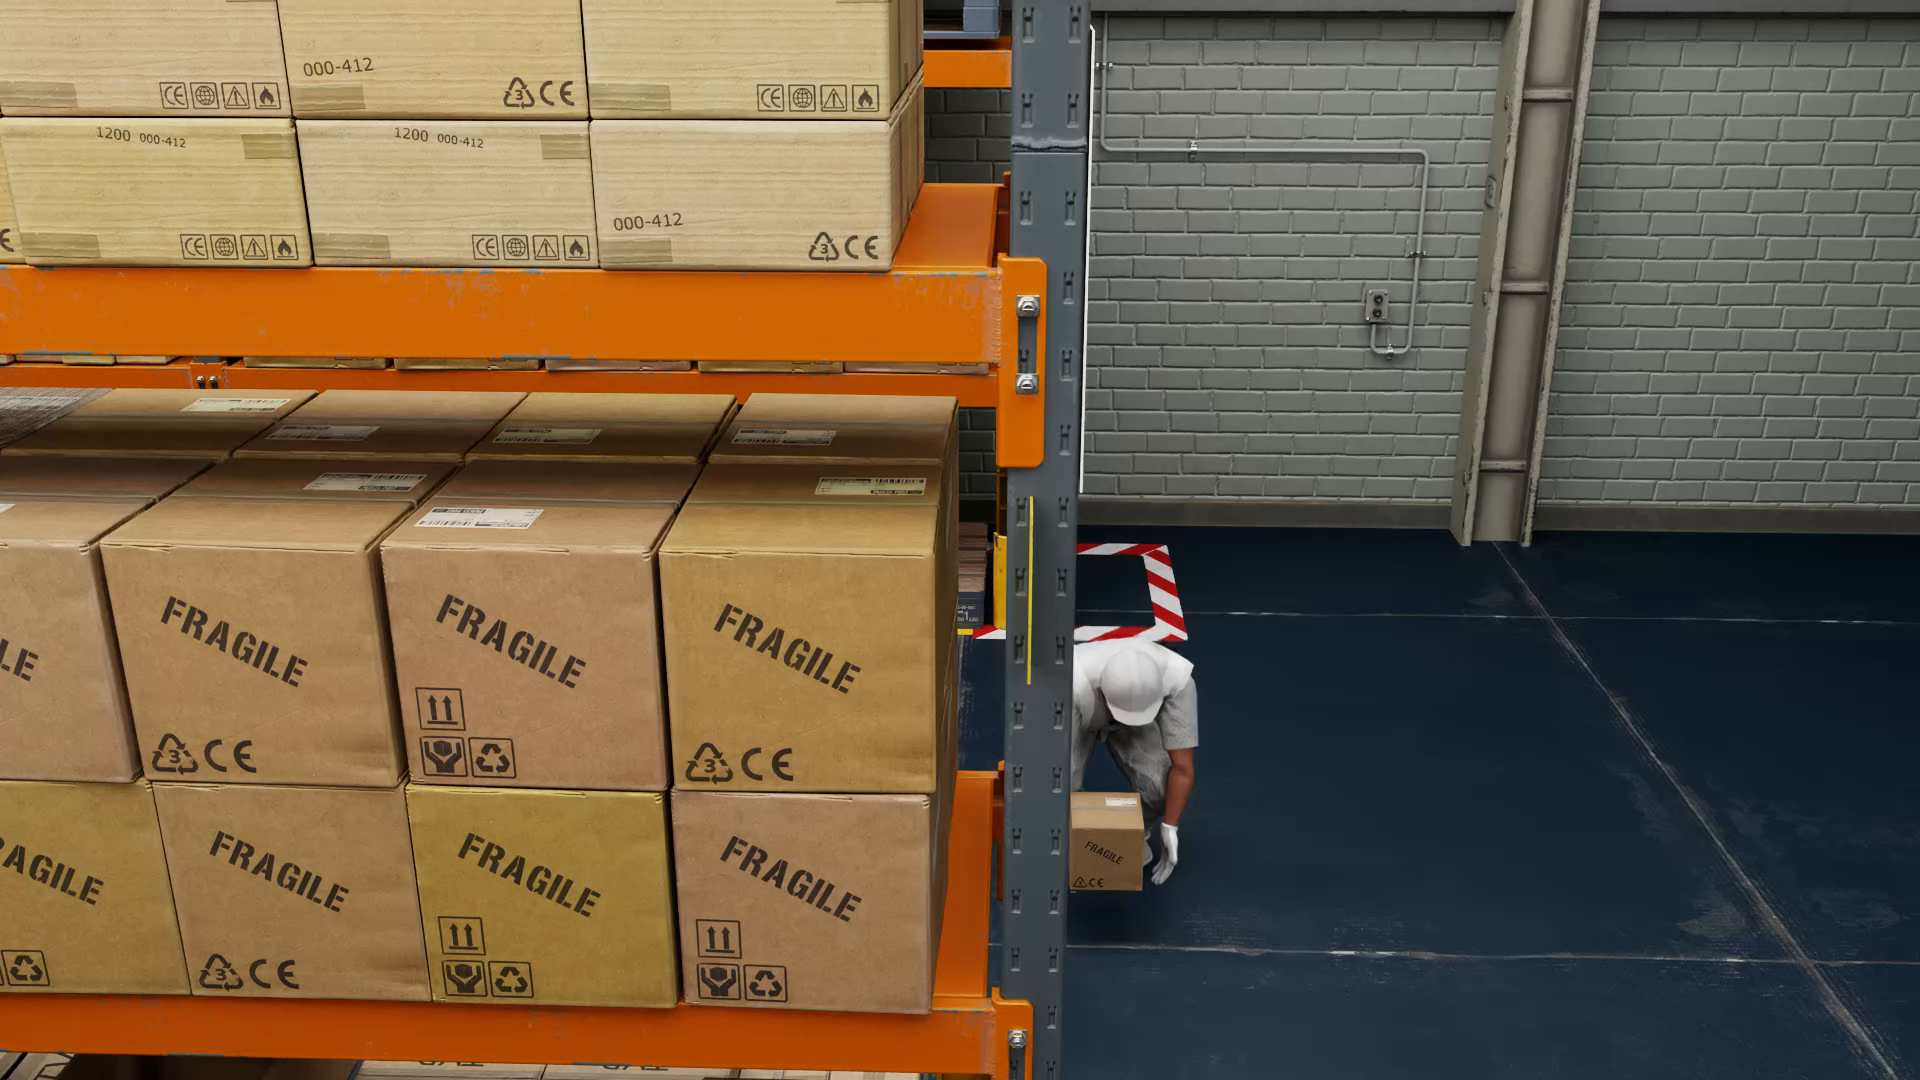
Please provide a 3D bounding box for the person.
[{"bbox_3d":[0.570,0.752,6.116,0.572,1.038,0.904,1,21,2],"label":"person"}]
